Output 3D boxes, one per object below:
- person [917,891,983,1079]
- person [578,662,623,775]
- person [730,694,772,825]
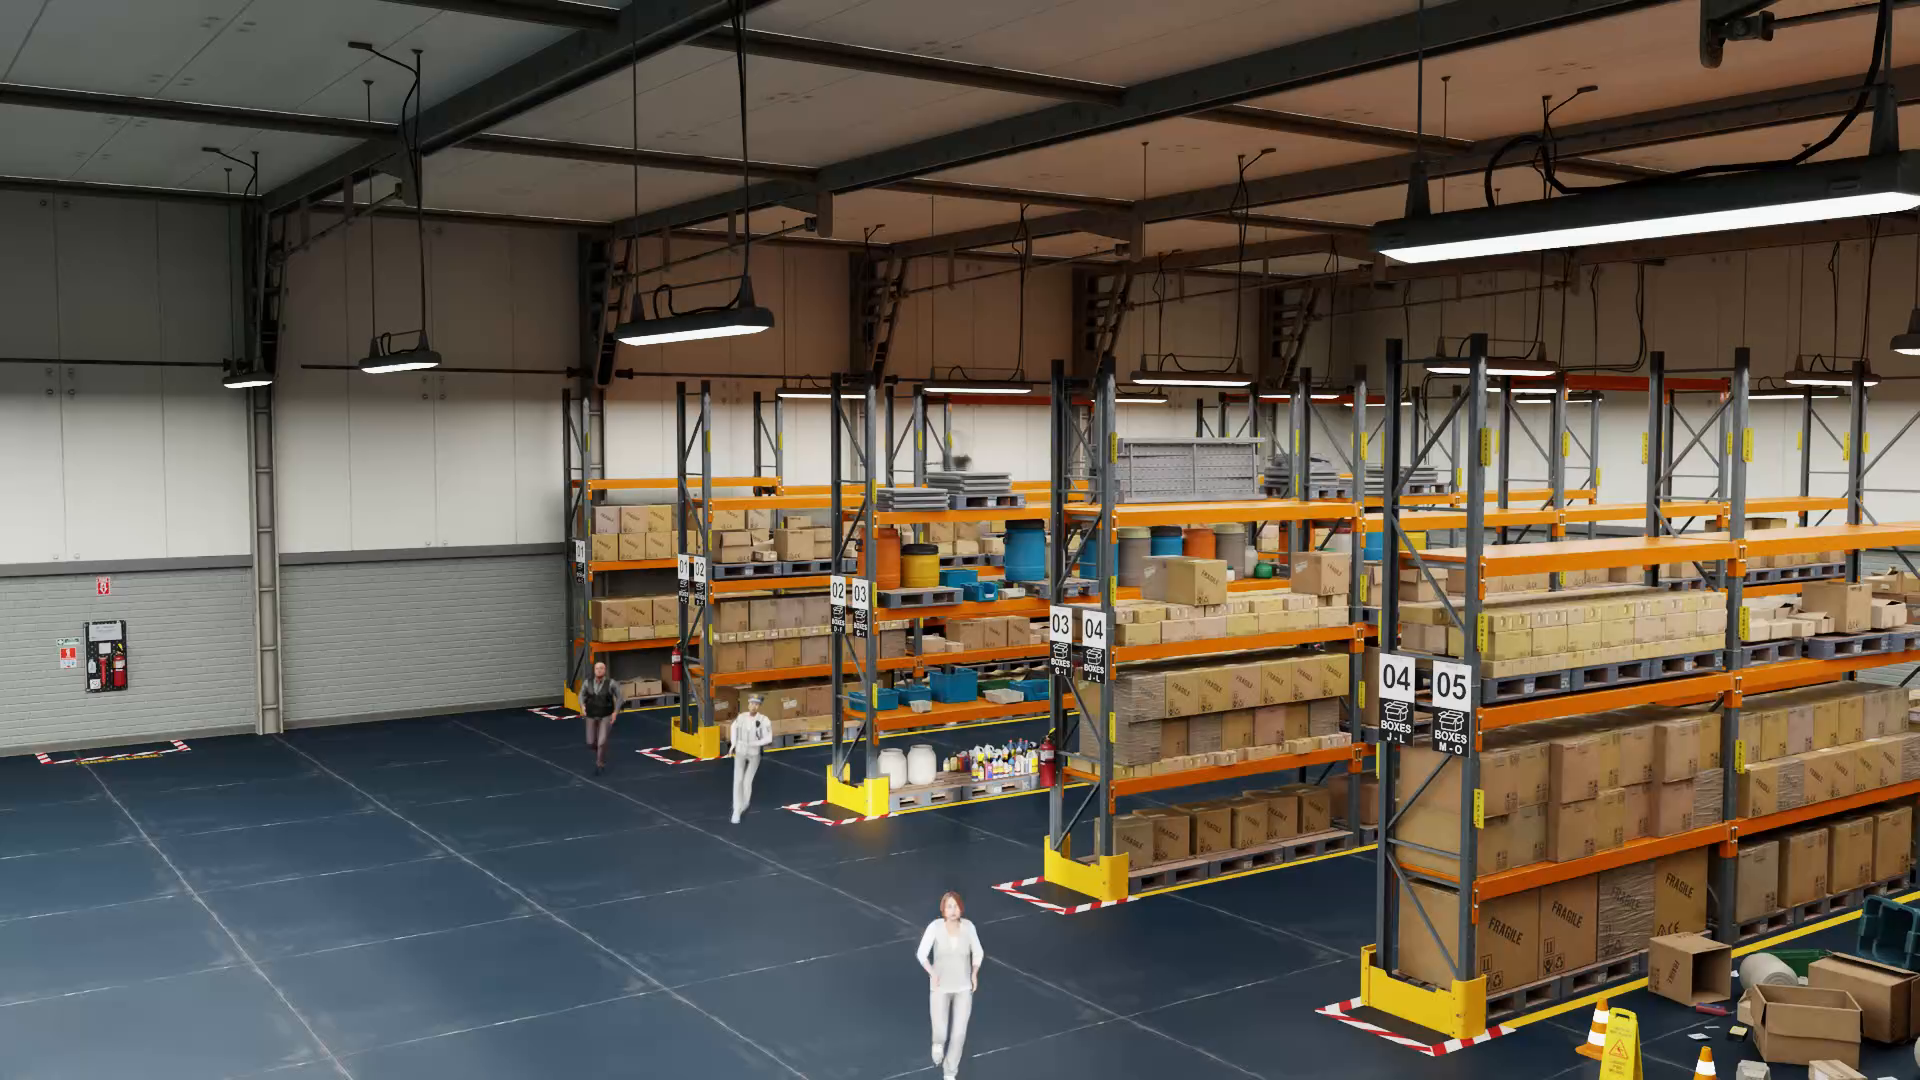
[{"bbox_3d":[-0.074,3.541,13.173,0.532,1.555,0.547,0,4,-8],"label":"person"},{"bbox_3d":[-5.493,2.707,25.370,0.693,1.694,0.557,0,4,2],"label":"person"},{"bbox_3d":[-2.806,2.893,22.272,0.592,1.690,0.760,0,4,0],"label":"person"}]
